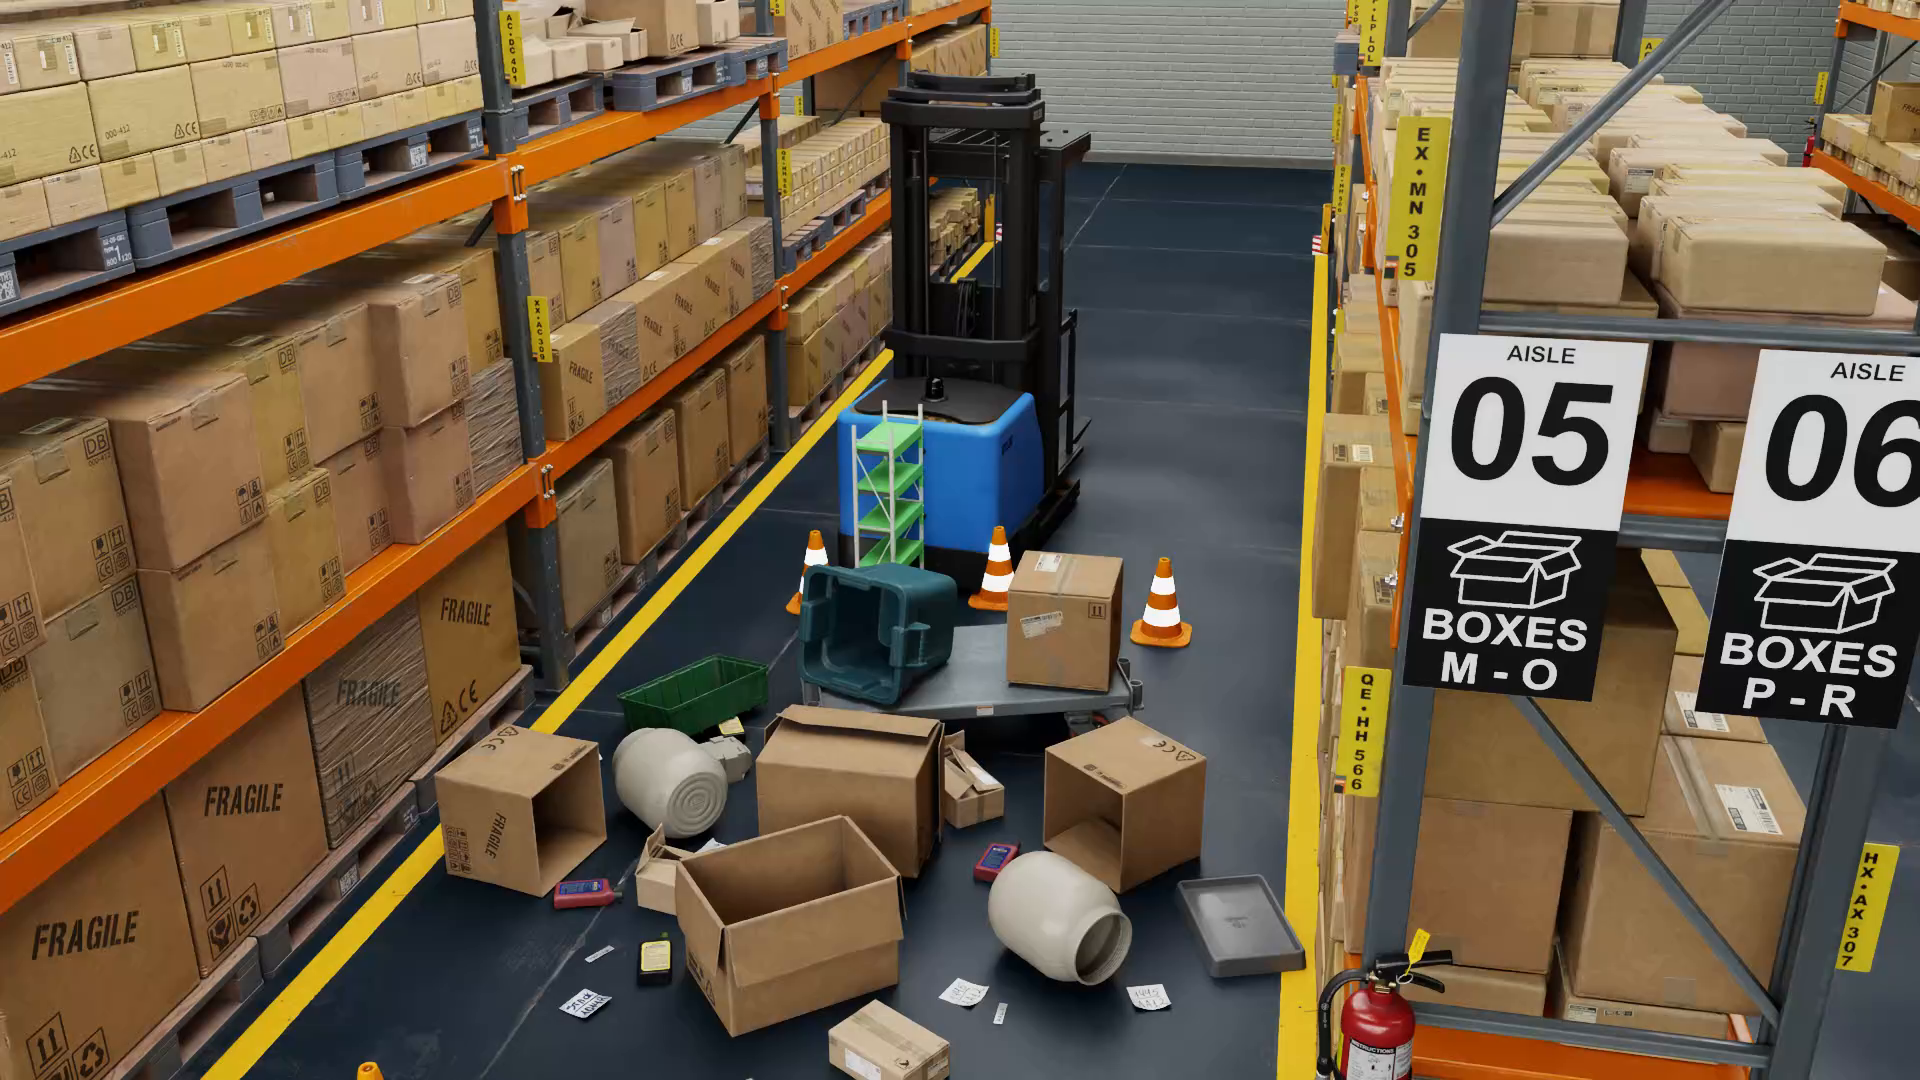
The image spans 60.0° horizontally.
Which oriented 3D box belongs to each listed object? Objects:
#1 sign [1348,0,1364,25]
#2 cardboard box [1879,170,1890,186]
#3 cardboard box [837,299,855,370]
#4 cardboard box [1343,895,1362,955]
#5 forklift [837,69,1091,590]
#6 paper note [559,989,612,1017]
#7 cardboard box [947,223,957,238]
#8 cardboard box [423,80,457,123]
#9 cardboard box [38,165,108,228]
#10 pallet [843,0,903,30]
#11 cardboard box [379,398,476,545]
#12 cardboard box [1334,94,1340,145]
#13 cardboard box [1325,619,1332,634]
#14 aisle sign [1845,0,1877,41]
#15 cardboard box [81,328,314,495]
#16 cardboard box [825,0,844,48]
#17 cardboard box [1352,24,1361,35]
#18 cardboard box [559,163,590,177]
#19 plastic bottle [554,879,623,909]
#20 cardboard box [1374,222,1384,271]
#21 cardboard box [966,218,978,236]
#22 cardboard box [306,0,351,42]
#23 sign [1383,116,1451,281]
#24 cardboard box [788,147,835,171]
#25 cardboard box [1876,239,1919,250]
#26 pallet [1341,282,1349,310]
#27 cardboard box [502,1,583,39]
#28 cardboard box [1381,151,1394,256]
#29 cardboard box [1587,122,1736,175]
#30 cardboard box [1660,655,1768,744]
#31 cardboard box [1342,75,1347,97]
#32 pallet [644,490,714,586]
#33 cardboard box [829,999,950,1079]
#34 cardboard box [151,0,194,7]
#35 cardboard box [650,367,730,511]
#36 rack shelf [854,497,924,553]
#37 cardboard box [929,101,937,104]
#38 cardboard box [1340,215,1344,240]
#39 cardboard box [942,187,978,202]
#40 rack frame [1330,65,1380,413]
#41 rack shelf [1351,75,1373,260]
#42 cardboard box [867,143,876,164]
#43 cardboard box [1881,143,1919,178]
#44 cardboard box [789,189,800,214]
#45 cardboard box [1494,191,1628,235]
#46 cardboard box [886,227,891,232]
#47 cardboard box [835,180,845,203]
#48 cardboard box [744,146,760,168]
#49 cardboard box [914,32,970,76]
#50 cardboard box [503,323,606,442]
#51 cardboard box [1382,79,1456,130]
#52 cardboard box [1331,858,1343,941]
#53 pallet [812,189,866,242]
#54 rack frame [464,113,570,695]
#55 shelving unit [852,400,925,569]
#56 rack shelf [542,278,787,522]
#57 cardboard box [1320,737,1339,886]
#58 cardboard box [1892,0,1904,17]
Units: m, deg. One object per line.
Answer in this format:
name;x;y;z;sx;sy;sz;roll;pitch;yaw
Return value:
sign;2.544;-3.468;10.636;0.100;0.325;0.005;4;22;11
cardboard box;8.912;-3.423;15.673;0.380;0.149;0.250;4;22;11
cardboard box;-1.188;-1.742;13.947;0.500;0.500;0.500;4;22;10
cardboard box;1.263;1.033;4.609;0.380;0.149;0.250;4;22;10
forklift;0.195;-1.581;10.855;1.130;2.935;3.031;7;23;17
paper note;-1.440;1.780;6.395;0.144;0.017;0.142;13;25;29
cardboard box;-0.245;-3.343;17.996;0.380;0.149;0.250;6;23;14
cardboard box;-2.410;-1.898;7.177;0.380;0.149;0.250;5;22;12
cardboard box;-2.876;-1.064;5.105;0.380;0.149;0.250;5;22;11
pallet;-1.195;-4.645;14.607;1.213;0.211;1.003;4;22;11
cardboard box;-2.751;-0.363;7.539;0.875;0.550;0.550;4;22;11
cardboard box;4.339;-4.573;18.060;0.500;0.500;0.500;4;22;10
cardboard box;2.517;0.277;9.105;0.950;0.372;0.625;6;23;14
aisle sign;9.304;-5.557;17.155;0.394;0.787;0.004;4;22;11
cardboard box;-3.050;-0.479;6.381;0.875;0.550;0.500;4;22;11
cardboard box;-1.212;-4.088;12.840;0.500;0.500;0.500;4;22;11
cardboard box;3.101;-3.764;11.473;0.700;0.500;0.500;3;22;8
cardboard box;-5.036;-4.405;20.058;0.875;0.875;0.875;4;22;11
plastic bottle;-1.572;1.498;7.053;0.283;0.061;0.133;-3;22;-8
cardboard box;1.617;-1.006;5.659;0.380;0.149;0.250;4;22;10
cardboard box;-0.005;-3.583;18.989;0.380;0.149;0.250;5;23;13
cardboard box;-2.566;-1.989;6.336;0.380;0.149;0.250;5;22;11
sign;0.914;-0.681;3.328;0.100;0.325;0.005;4;22;11
cardboard box;-1.231;-3.084;13.474;0.380;0.149;0.250;5;23;13
cardboard box;8.942;-2.627;16.145;0.500;0.500;0.500;5;22;12
pallet;3.044;-1.397;10.564;1.213;0.211;1.003;4;22;11
cardboard box;-2.455;-2.881;9.400;0.500;0.311;0.500;4;22;9
cardboard box;1.599;-1.055;5.246;0.500;0.250;0.500;5;22;11
cardboard box;2.066;-1.142;4.928;0.380;0.149;0.250;5;22;12
cardboard box;1.924;0.645;4.705;0.500;0.500;0.500;5;23;13
cardboard box;3.839;-4.106;15.562;0.500;0.500;0.500;4;22;10
pallet;-2.267;-0.074;10.755;1.003;0.211;1.213;4;22;11
cardboard box;-0.257;1.860;6.035;0.380;0.149;0.250;18;28;38
cardboard box;-3.210;-2.038;6.456;0.380;0.149;0.250;5;22;11
cardboard box;-2.169;-0.710;11.052;1.050;0.750;0.750;5;22;12
rack shelf;-0.408;-0.091;9.645;0.258;0.148;0.480;7;23;17
cardboard box;-0.523;-4.086;16.451;0.500;0.500;0.500;4;22;11
cardboard box;3.036;-2.301;12.084;0.500;0.250;0.500;4;22;10
cardboard box;-0.009;-3.956;19.119;0.380;0.149;0.250;5;22;12
rack frame;3.085;-1.755;11.195;1.000;3.000;0.127;4;22;11
rack shelf;2.677;-2.081;8.953;1.077;0.370;4.000;4;22;11
cardboard box;-0.959;-3.427;14.723;0.380;0.149;0.250;5;23;13
cardboard box;8.829;-3.479;15.280;0.500;0.250;0.500;4;22;11
cardboard box;-1.433;-2.572;12.601;0.380;0.149;0.250;6;23;13
cardboard box;1.323;-0.711;3.858;0.380;0.149;0.250;5;22;12
cardboard box;-0.543;-3.106;17.008;0.380;0.149;0.250;4;22;10
cardboard box;-1.169;-2.902;13.817;0.380;0.149;0.250;4;22;9
cardboard box;-1.864;-3.136;13.603;0.380;0.149;0.250;6;23;14
cardboard box;-0.199;-5.106;17.647;0.500;0.500;0.500;6;23;14
cardboard box;-2.227;-0.850;8.816;0.500;0.500;0.500;5;22;12
cardboard box;1.718;-1.559;5.963;0.380;0.149;0.250;4;22;11
cardboard box;1.370;1.151;5.227;0.380;0.149;0.250;5;22;12
pallet;-1.417;-2.733;13.881;1.003;0.211;1.213;4;22;11
rack frame;-2.597;-0.632;8.408;1.000;3.000;0.127;4;22;11
shelving unit;-0.408;-0.151;9.621;0.258;1.200;0.503;7;23;17
rack shelf;-2.189;-1.030;10.358;1.077;0.370;4.000;4;22;11
cardboard box;1.679;1.022;6.414;0.500;0.500;0.500;6;23;14
cardboard box;8.877;-4.926;15.391;0.380;0.149;0.250;5;22;11
